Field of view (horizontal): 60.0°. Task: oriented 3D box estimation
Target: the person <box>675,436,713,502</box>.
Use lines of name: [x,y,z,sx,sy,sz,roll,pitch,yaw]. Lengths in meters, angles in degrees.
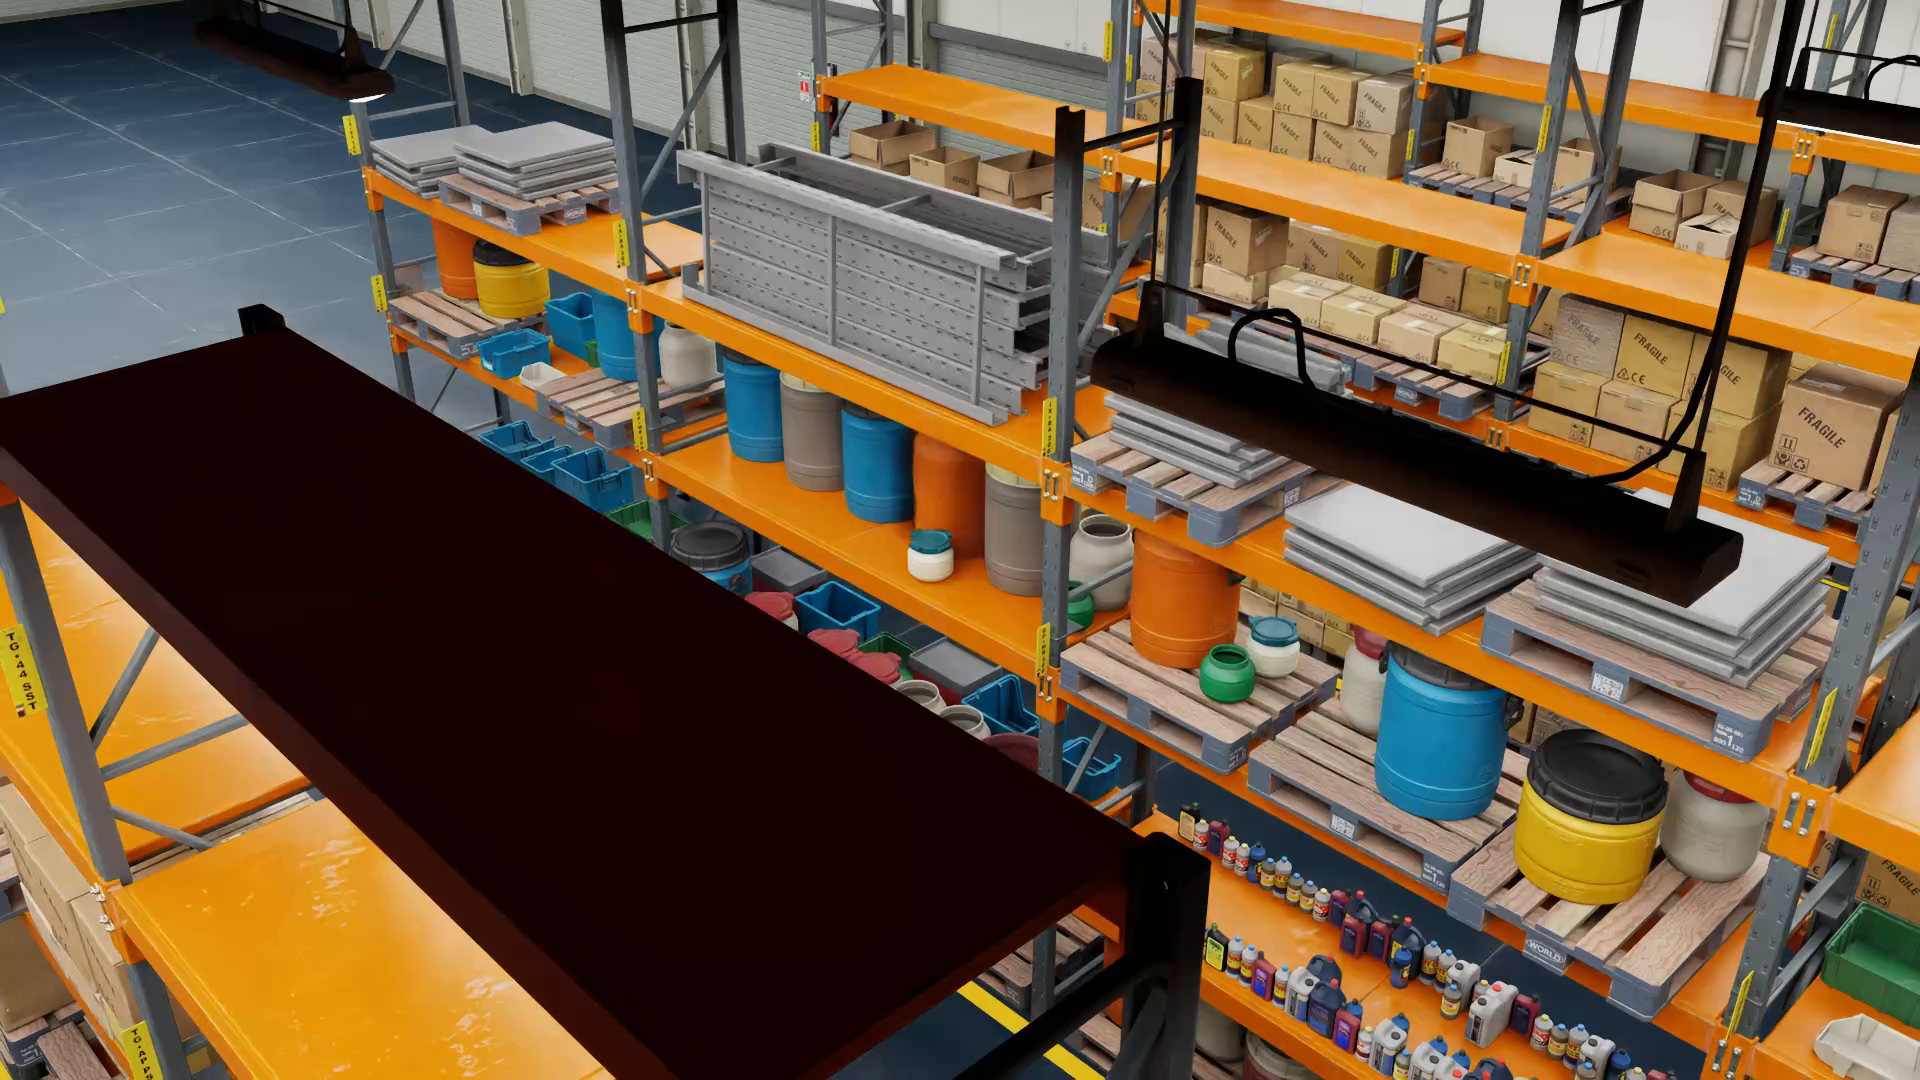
person: [-2.872,-1.214,17.330,0.603,1.706,0.806,10,30,18]
